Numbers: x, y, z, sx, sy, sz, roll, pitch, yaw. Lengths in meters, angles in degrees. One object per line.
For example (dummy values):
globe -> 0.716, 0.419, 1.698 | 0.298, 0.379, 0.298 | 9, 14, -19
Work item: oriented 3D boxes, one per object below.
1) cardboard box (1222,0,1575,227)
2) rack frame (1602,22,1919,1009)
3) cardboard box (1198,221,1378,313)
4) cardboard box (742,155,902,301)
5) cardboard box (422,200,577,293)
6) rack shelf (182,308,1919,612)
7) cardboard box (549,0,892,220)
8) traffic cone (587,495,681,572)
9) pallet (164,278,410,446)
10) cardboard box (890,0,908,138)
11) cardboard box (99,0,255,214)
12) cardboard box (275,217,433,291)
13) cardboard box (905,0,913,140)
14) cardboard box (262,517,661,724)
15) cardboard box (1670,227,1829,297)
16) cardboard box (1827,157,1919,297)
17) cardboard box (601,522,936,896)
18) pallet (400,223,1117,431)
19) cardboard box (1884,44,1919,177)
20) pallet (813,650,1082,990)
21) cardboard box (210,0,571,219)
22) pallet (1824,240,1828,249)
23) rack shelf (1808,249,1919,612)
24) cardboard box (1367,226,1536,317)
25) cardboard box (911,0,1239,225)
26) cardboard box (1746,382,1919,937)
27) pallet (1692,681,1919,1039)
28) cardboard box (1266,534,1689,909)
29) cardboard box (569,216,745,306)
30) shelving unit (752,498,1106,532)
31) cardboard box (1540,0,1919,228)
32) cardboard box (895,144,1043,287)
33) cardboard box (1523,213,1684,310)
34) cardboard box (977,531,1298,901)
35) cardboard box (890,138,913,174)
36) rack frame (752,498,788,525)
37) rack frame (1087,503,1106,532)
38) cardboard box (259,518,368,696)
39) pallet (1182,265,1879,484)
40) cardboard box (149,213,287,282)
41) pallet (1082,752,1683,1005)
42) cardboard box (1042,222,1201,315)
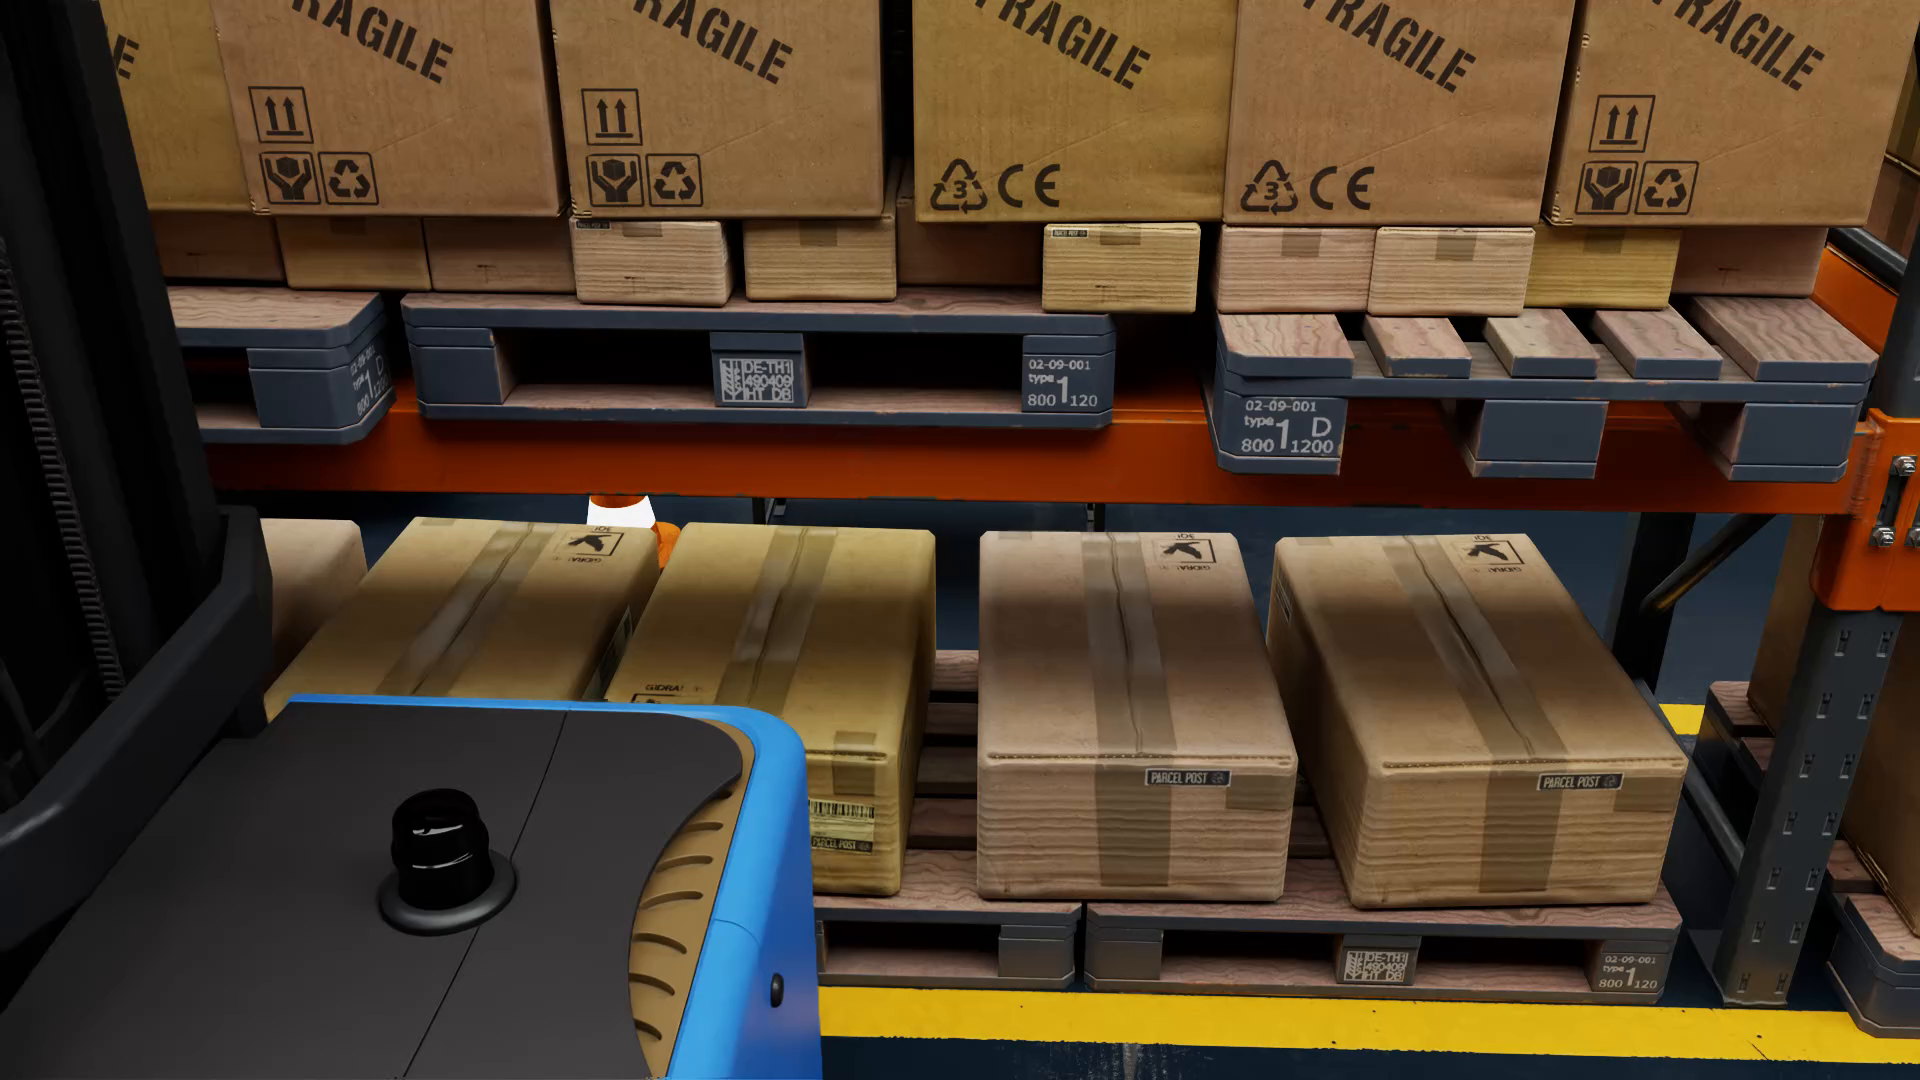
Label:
cardboard box -> 0.675, -0.836, 2.751 | 0.500, 0.500, 0.500 | 1, 28, 1
rack frame -> 1.656, -0.594, 3.167 | 0.127, 3.000, 1.000 | 1, 28, 2
cardboard box -> 0.545, -0.525, 2.858 | 0.250, 0.149, 0.380 | 0, 28, -1
cardboard box -> -0.231, -0.552, 2.908 | 0.250, 0.149, 0.380 | 0, 28, 0
cardboard box -> -0.763, -0.571, 2.945 | 0.250, 0.149, 0.380 | 1, 28, 2
rack shelf -> -0.343, -0.309, 3.398 | 4.000, 0.370, 1.077 | 1, 28, 2
cardboard box -> -0.375, -0.853, 2.783 | 0.500, 0.500, 0.500 | 0, 28, 0
traffic cone -> -1.053, -0.174, 5.083 | 0.334, 0.463, 0.336 | 1, 28, 2
pallet -> -1.583, -0.494, 3.184 | 1.213, 0.211, 1.003 | 1, 28, 2
cardboard box -> -0.337, -1.093, 3.237 | 0.500, 0.500, 0.500 | 0, 28, 0
cardboard box -> -1.382, -0.871, 2.817 | 0.500, 0.500, 0.500 | 1, 28, 2
cardboard box -> -1.010, -0.576, 2.954 | 0.250, 0.149, 0.380 | 1, 28, 3
cardboard box -> 0.162, -1.081, 3.215 | 0.500, 0.500, 0.500 | 1, 28, 3
cardboard box -> -1.099, 0.334, 3.775 | 0.625, 0.372, 0.950 | 3, 28, 5
cardboard box -> 1.320, -0.563, 2.930 | 0.250, 0.149, 0.380 | 2, 28, 4
cardboard box -> 2.171, -0.640, 3.416 | 0.500, 0.250, 0.500 | 0, 28, 0
cardboard box -> -0.404, 0.344, 3.755 | 0.625, 0.372, 0.950 | 2, 28, 3
pallet -> -0.324, -0.522, 3.238 | 1.213, 0.211, 1.003 | 1, 28, 2
cardboard box -> 2.149, -0.859, 3.294 | 0.500, 0.250, 0.500 | 1, 28, 2
pallet -> -0.341, 0.603, 3.886 | 1.213, 0.211, 1.003 | 1, 28, 2
cardboard box -> -0.889, -0.856, 2.790 | 0.500, 0.500, 0.500 | 1, 28, 1
pallet -> 3.727, -1.645, 8.128 | 1.213, 0.211, 1.003 | 1, 28, 2
rack shelf -> 3.655, -0.243, 3.273 | 4.000, 0.370, 1.077 | 1, 28, 2
cardboard box -> 0.796, -0.517, 2.843 | 0.250, 0.149, 0.380 | 1, 28, 1
cardboard box -> 0.170, -0.843, 2.765 | 0.500, 0.500, 0.500 | -1, 28, -2
cardboard box -> 2.343, 0.210, 3.471 | 0.875, 0.875, 0.875 | 1, 28, 1
pallet -> 2.441, 0.687, 3.729 | 1.213, 0.211, 1.003 | 1, 28, 2
cardboard box -> 1.092, 0.368, 3.711 | 0.625, 0.372, 0.950 | -1, 28, -2
cardboard box -> -0.499, -0.543, 2.891 | 0.250, 0.149, 0.380 | 2, 28, 4
shelving unit -> -0.085, -0.664, 4.901 | 1.048, 1.500, 0.538 | 1, 28, 2
cardboard box -> 1.192, -0.832, 2.744 | 0.500, 0.500, 0.500 | 0, 28, 0
cardboard box -> 0.023, -0.586, 2.973 | 0.250, 0.149, 0.380 | 1, 28, 2
cardboard box -> 1.050, -0.534, 2.875 | 0.250, 0.149, 0.380 | 1, 28, 3
cardboard box -> 0.354, 0.359, 3.727 | 0.625, 0.372, 0.950 | 0, 28, 1
cardboard box -> -0.017, -0.775, 3.329 | 0.250, 0.149, 0.380 | 2, 28, 4
rack frame -> -0.593, -0.672, 4.917 | 0.032, 1.500, 0.500 | 1, 28, 2
rack frame -> 0.423, -0.656, 4.886 | 0.032, 1.500, 0.500 | 1, 28, 2
cardboard box -> -1.817, 0.323, 3.795 | 0.625, 0.372, 0.950 | 1, 28, 2
pallet -> 0.940, -0.471, 3.140 | 1.003, 0.211, 1.213 | 1, 28, 2
cardboard box -> -1.265, -0.600, 2.999 | 0.250, 0.149, 0.380 | 3, 28, 5
pallet -> 0.875, 0.625, 3.846 | 1.213, 0.211, 1.003 | 1, 28, 2
cardboard box -> 0.269, -0.523, 2.854 | 0.250, 0.149, 0.380 | 1, 28, 3
